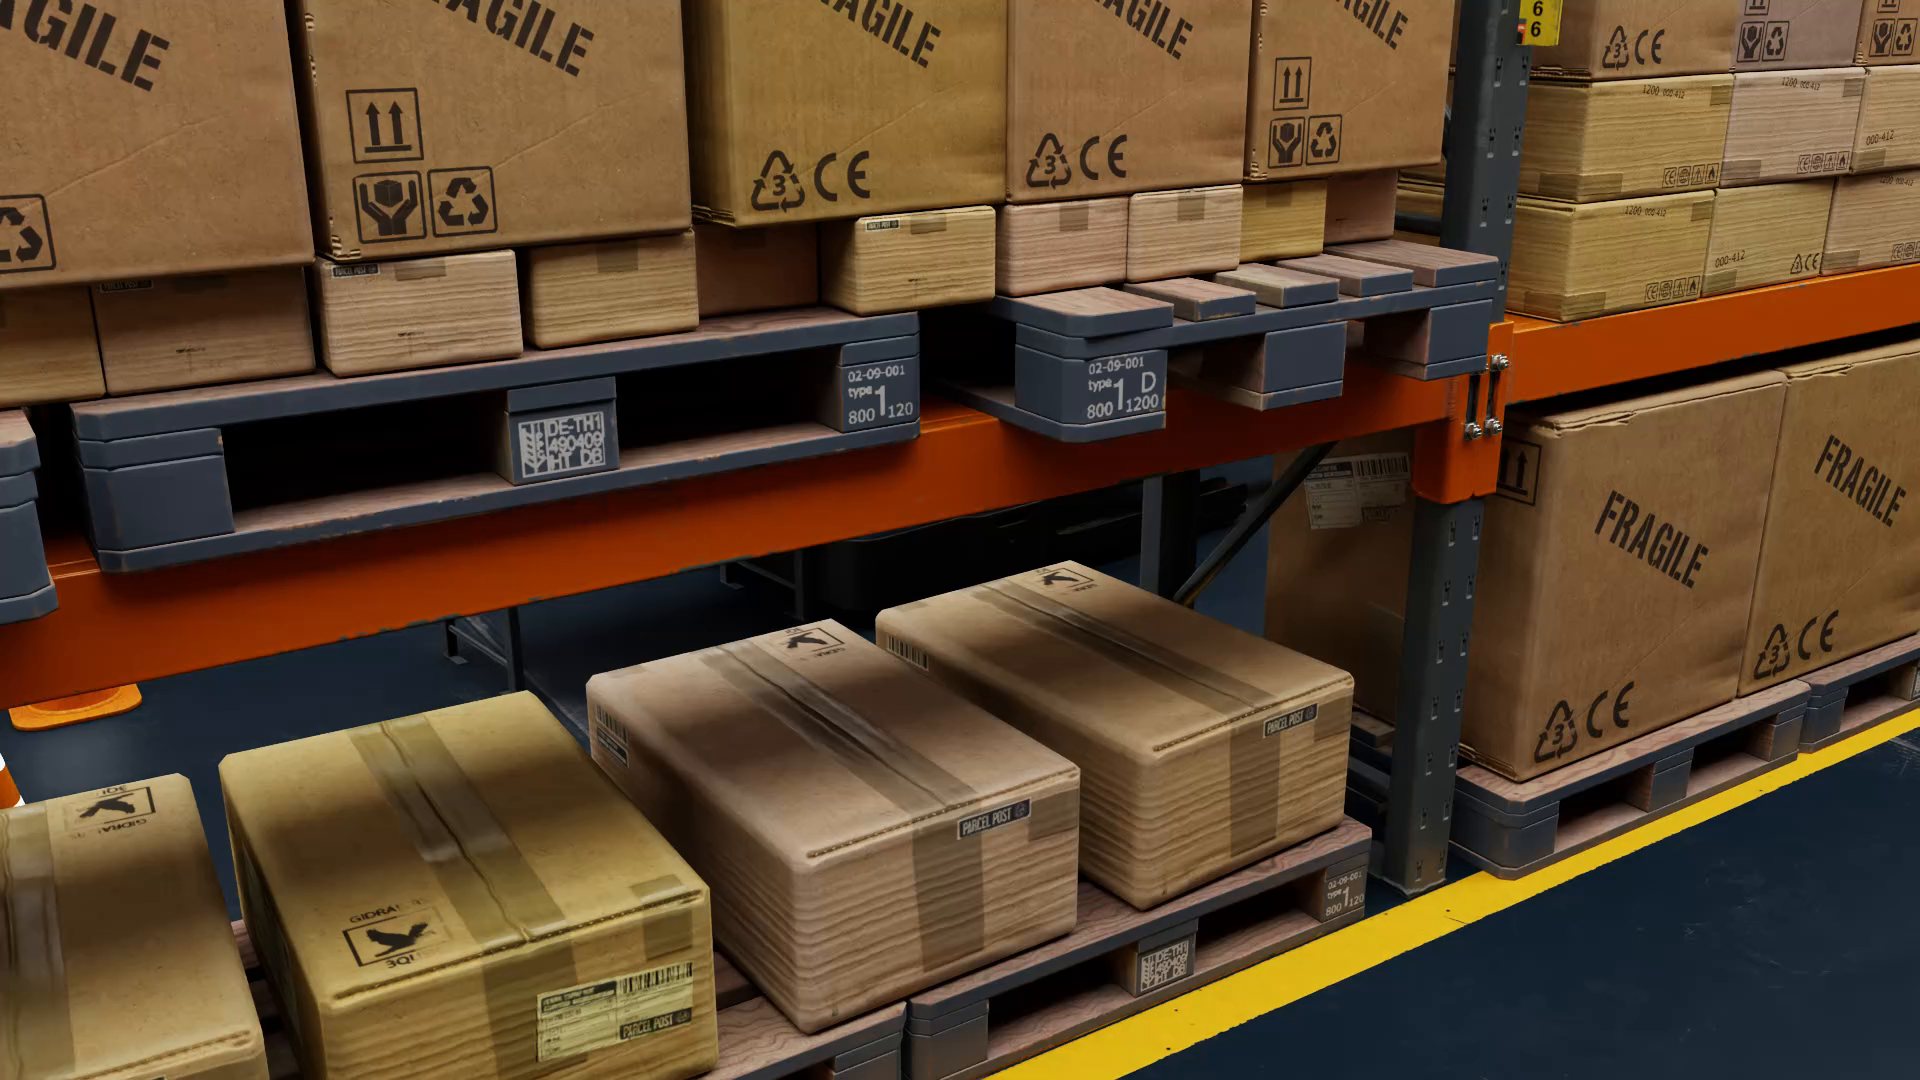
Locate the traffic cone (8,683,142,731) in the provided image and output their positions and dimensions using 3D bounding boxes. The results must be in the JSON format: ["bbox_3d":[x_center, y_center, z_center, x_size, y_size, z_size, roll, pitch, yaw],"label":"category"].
[{"bbox_3d":[-2.579,0.254,4.771,0.334,0.463,0.336,-12,22,-31],"label":"traffic cone"}]

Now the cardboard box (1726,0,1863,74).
[{"bbox_3d":[1.759,-1.373,3.907,0.500,0.500,0.500,-12,22,-31],"label":"cardboard box"}]

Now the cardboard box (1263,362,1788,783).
[{"bbox_3d":[1.426,-0.033,4.320,0.875,0.875,0.875,-12,22,-32],"label":"cardboard box"}]

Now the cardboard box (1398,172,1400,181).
[{"bbox_3d":[1.068,-1.060,4.150,0.500,0.250,0.500,-12,22,-32],"label":"cardboard box"}]

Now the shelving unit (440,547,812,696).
[{"bbox_3d":[-1.048,-0.398,5.080,1.048,1.500,0.538,-15,24,-38],"label":"shelving unit"}]

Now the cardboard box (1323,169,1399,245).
[{"bbox_3d":[0.659,-0.700,3.369,0.250,0.149,0.380,-11,22,-29],"label":"cardboard box"}]

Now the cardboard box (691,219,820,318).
[{"bbox_3d":[-0.427,-0.472,2.695,0.250,0.149,0.380,-12,22,-31],"label":"cardboard box"}]

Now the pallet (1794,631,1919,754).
[{"bbox_3d":[2.521,0.248,5.183,1.213,0.211,1.003,-12,22,-31],"label":"pallet"}]

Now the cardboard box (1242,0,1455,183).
[{"bbox_3d":[0.577,-0.974,3.165,0.500,0.500,0.500,-13,22,-33],"label":"cardboard box"}]

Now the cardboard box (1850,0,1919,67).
[{"bbox_3d":[2.199,-1.460,4.164,0.500,0.500,0.500,-11,22,-30],"label":"cardboard box"}]

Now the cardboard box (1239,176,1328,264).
[{"bbox_3d":[0.475,-0.634,3.172,0.250,0.149,0.380,-12,22,-31],"label":"cardboard box"}]

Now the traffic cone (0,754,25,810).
[{"bbox_3d":[-2.272,0.572,3.829,0.334,0.463,0.336,-12,22,-31],"label":"traffic cone"}]

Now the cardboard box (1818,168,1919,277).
[{"bbox_3d":[2.211,-0.875,4.383,0.500,0.250,0.500,-11,22,-30],"label":"cardboard box"}]

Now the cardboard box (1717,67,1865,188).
[{"bbox_3d":[1.795,-1.021,4.034,0.500,0.250,0.500,-11,22,-30],"label":"cardboard box"}]

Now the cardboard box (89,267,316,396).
[{"bbox_3d":[-1.049,-0.318,2.240,0.250,0.149,0.380,-12,22,-31],"label":"cardboard box"}]

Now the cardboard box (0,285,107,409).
[{"bbox_3d":[-1.256,-0.275,2.112,0.250,0.149,0.380,-12,22,-31],"label":"cardboard box"}]

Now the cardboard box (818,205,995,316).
[{"bbox_3d":[-0.148,-0.483,2.726,0.250,0.149,0.380,-11,22,-30],"label":"cardboard box"}]

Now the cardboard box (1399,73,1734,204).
[{"bbox_3d":[1.362,-0.930,3.766,0.500,0.250,0.500,-12,22,-32],"label":"cardboard box"}]

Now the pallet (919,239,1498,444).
[{"bbox_3d":[0.267,-0.496,3.328,1.003,0.211,1.213,-12,22,-31],"label":"pallet"}]

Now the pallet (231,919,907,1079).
[{"bbox_3d":[-0.868,0.931,3.162,1.213,0.211,1.003,-12,22,-31],"label":"pallet"}]

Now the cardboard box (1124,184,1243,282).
[{"bbox_3d":[0.289,-0.577,3.006,0.250,0.149,0.380,-12,22,-32],"label":"cardboard box"}]

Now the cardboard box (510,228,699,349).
[{"bbox_3d":[-0.591,-0.406,2.499,0.250,0.149,0.380,-13,22,-33],"label":"cardboard box"}]

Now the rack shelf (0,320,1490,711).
[{"bbox_3d":[-0.867,-0.048,2.826,4.000,0.370,1.077,-12,22,-31],"label":"rack shelf"}]

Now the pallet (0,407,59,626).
[{"bbox_3d":[-1.819,-0.041,1.983,1.213,0.211,1.003,-12,22,-31],"label":"pallet"}]

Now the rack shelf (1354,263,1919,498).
[{"bbox_3d":[2.474,-0.753,4.910,4.000,0.370,1.077,-12,22,-31],"label":"rack shelf"}]

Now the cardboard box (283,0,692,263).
[{"bbox_3d":[-0.726,-0.695,2.340,0.500,0.500,0.500,-13,23,-34],"label":"cardboard box"}]

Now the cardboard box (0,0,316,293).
[{"bbox_3d":[-1.150,-0.601,2.064,0.500,0.500,0.500,-12,22,-32],"label":"cardboard box"}]

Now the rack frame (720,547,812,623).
[{"bbox_3d":[-0.663,-0.504,5.393,0.032,1.500,0.500,-15,24,-38],"label":"rack frame"}]

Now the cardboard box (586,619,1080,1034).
[{"bbox_3d":[-0.286,0.534,3.429,0.625,0.372,0.950,-12,22,-32],"label":"cardboard box"}]

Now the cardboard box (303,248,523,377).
[{"bbox_3d":[-0.798,-0.351,2.337,0.250,0.149,0.380,-11,22,-29],"label":"cardboard box"}]

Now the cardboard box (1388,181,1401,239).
[{"bbox_3d":[1.083,-0.829,4.246,0.500,0.250,0.500,-13,23,-33],"label":"cardboard box"}]

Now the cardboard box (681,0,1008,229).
[{"bbox_3d":[-0.270,-0.791,2.623,0.500,0.500,0.500,-14,23,-35],"label":"cardboard box"}]

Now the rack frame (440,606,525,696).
[{"bbox_3d":[-1.434,-0.292,4.766,0.032,1.500,0.500,-15,24,-38],"label":"rack frame"}]

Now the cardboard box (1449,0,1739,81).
[{"bbox_3d":[1.350,-1.284,3.640,0.500,0.500,0.500,-13,22,-33],"label":"cardboard box"}]

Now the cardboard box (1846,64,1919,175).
[{"bbox_3d":[2.218,-1.105,4.284,0.500,0.250,0.500,-12,22,-32],"label":"cardboard box"}]

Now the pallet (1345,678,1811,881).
[{"bbox_3d":[1.503,0.461,4.551,1.213,0.211,1.003,-12,22,-31],"label":"pallet"}]

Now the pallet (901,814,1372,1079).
[{"bbox_3d":[0.150,0.717,3.794,1.213,0.211,1.003,-12,22,-31],"label":"pallet"}]

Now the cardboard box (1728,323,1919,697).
[{"bbox_3d":[2.173,-0.189,4.782,0.875,0.875,0.875,-12,22,-31],"label":"cardboard box"}]

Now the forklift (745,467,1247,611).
[{"bbox_3d":[0.477,-1.520,6.165,3.031,2.935,1.130,-15,24,-38],"label":"forklift"}]

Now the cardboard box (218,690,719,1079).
[{"bbox_3d":[-0.922,0.666,3.039,0.625,0.372,0.950,-11,22,-30],"label":"cardboard box"}]

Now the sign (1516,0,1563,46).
[{"bbox_3d":[1.110,-1.109,3.156,0.005,0.325,0.100,-12,22,-31],"label":"sign"}]

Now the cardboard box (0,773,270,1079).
[{"bbox_3d":[-1.502,0.789,2.675,0.625,0.372,0.950,-10,21,-28],"label":"cardboard box"}]

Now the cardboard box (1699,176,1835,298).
[{"bbox_3d":[1.770,-0.784,4.115,0.500,0.250,0.500,-13,22,-33],"label":"cardboard box"}]

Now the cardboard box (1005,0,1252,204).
[{"bbox_3d":[0.151,-0.880,2.887,0.500,0.500,0.500,-12,22,-32],"label":"cardboard box"}]

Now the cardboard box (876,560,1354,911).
[{"bbox_3d":[0.326,0.402,3.820,0.625,0.372,0.950,-14,23,-35],"label":"cardboard box"}]

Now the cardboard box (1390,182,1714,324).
[{"bbox_3d":[1.351,-0.689,3.833,0.500,0.250,0.500,-12,22,-32],"label":"cardboard box"}]

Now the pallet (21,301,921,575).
[{"bbox_3d":[-0.827,-0.291,2.720,1.213,0.211,1.003,-12,22,-31],"label":"pallet"}]

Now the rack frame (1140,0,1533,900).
[{"bbox_3d":[0.803,-0.741,3.753,0.127,3.000,1.000,-12,22,-31],"label":"rack frame"}]

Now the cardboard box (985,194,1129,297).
[{"bbox_3d":[0.075,-0.535,2.881,0.250,0.149,0.380,-13,23,-34],"label":"cardboard box"}]
